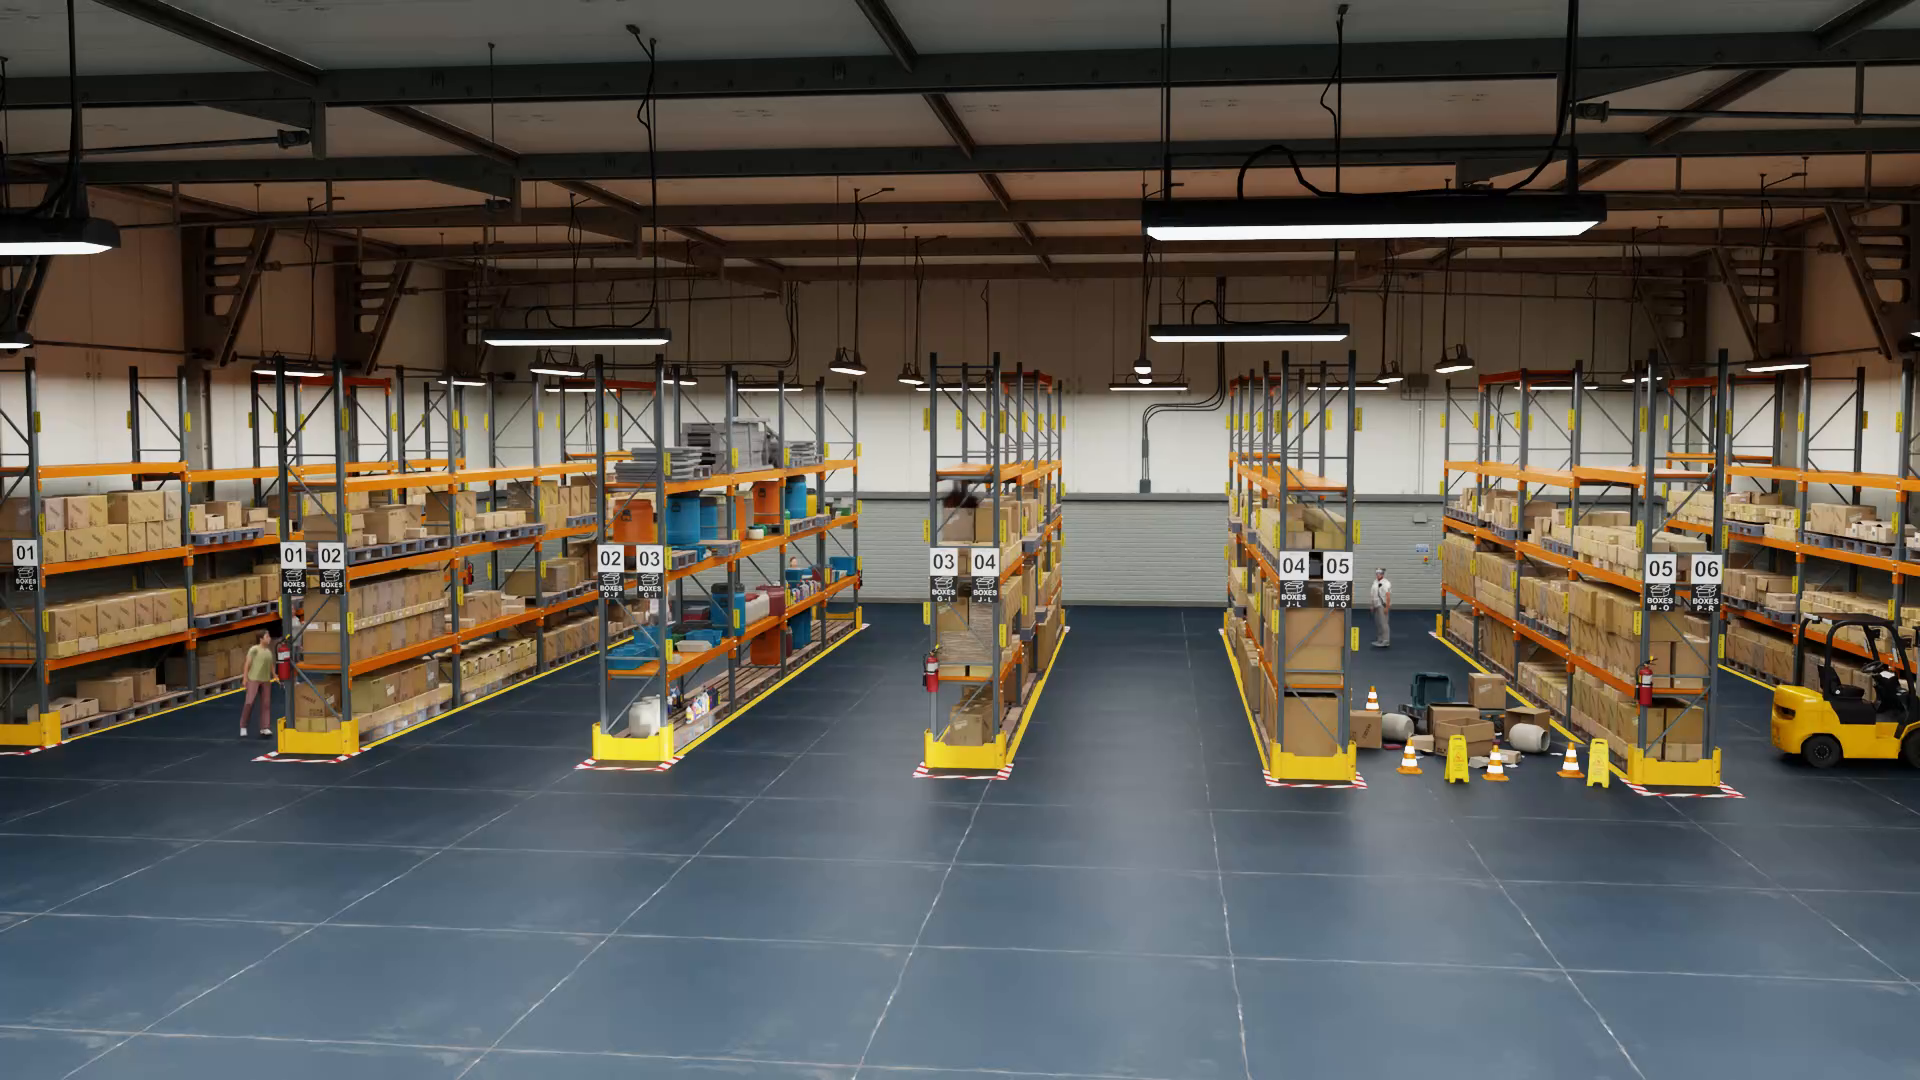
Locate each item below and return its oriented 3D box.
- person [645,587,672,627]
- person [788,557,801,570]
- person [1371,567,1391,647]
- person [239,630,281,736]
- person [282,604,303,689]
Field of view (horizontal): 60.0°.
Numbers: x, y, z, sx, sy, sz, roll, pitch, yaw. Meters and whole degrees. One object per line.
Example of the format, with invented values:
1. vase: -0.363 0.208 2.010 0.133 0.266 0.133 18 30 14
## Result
1. person: -6.524 1.578 36.050 0.534 1.737 0.923 0 4 4
2. person: -4.116 1.236 41.612 0.506 1.634 0.946 0 4 3
3. person: 9.412 1.487 37.205 0.405 1.772 0.593 -1 4 -9
4. person: -11.241 2.286 26.629 0.436 1.625 0.623 3 5 39
5. person: -12.519 2.006 31.230 0.347 1.625 0.493 0 4 0
